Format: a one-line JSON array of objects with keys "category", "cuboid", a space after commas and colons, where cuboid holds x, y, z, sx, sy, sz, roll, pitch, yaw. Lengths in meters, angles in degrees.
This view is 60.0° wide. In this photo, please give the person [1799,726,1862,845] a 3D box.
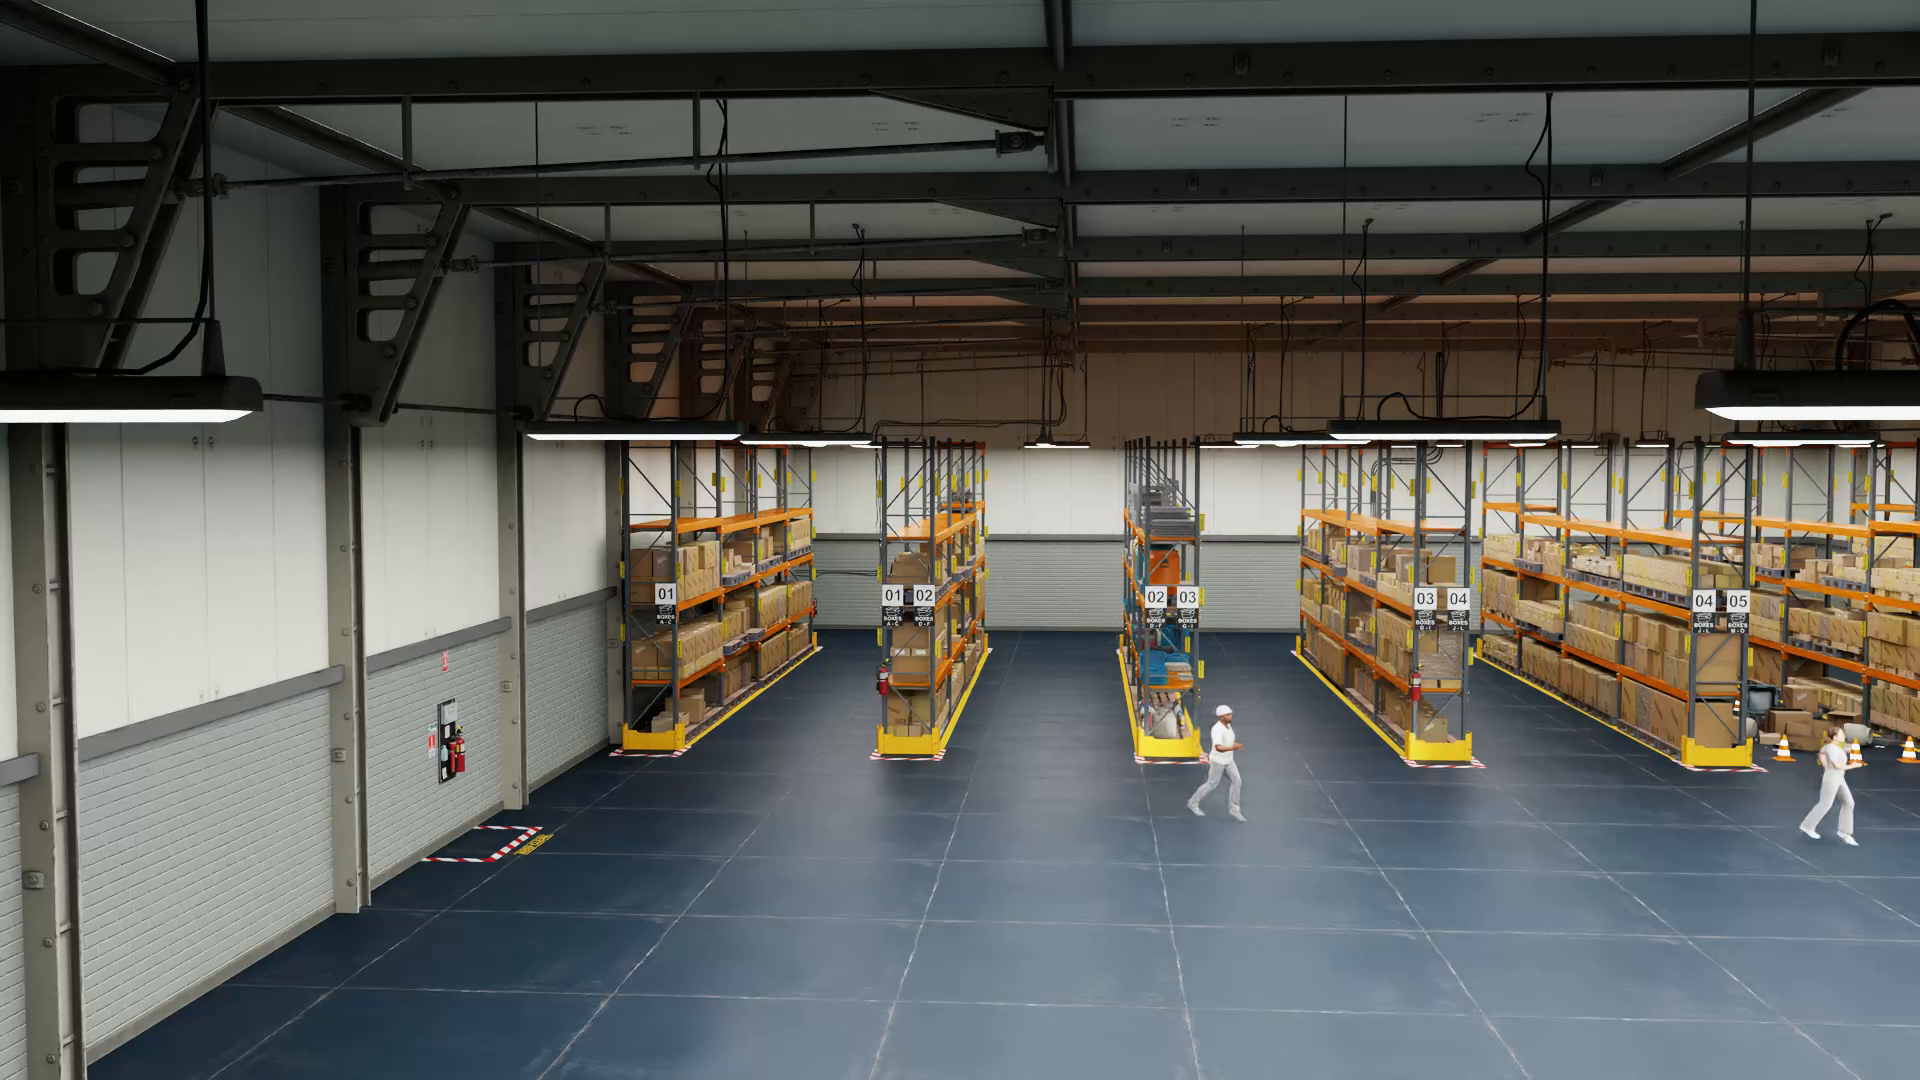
[{"category": "person", "cuboid": [12.742, 3.579, 24.322, 0.797, 1.737, 0.554, 2, 4, 38]}]

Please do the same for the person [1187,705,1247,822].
[{"category": "person", "cuboid": [4.013, 3.458, 25.823, 0.911, 1.812, 0.711, 2, 4, 30]}]
